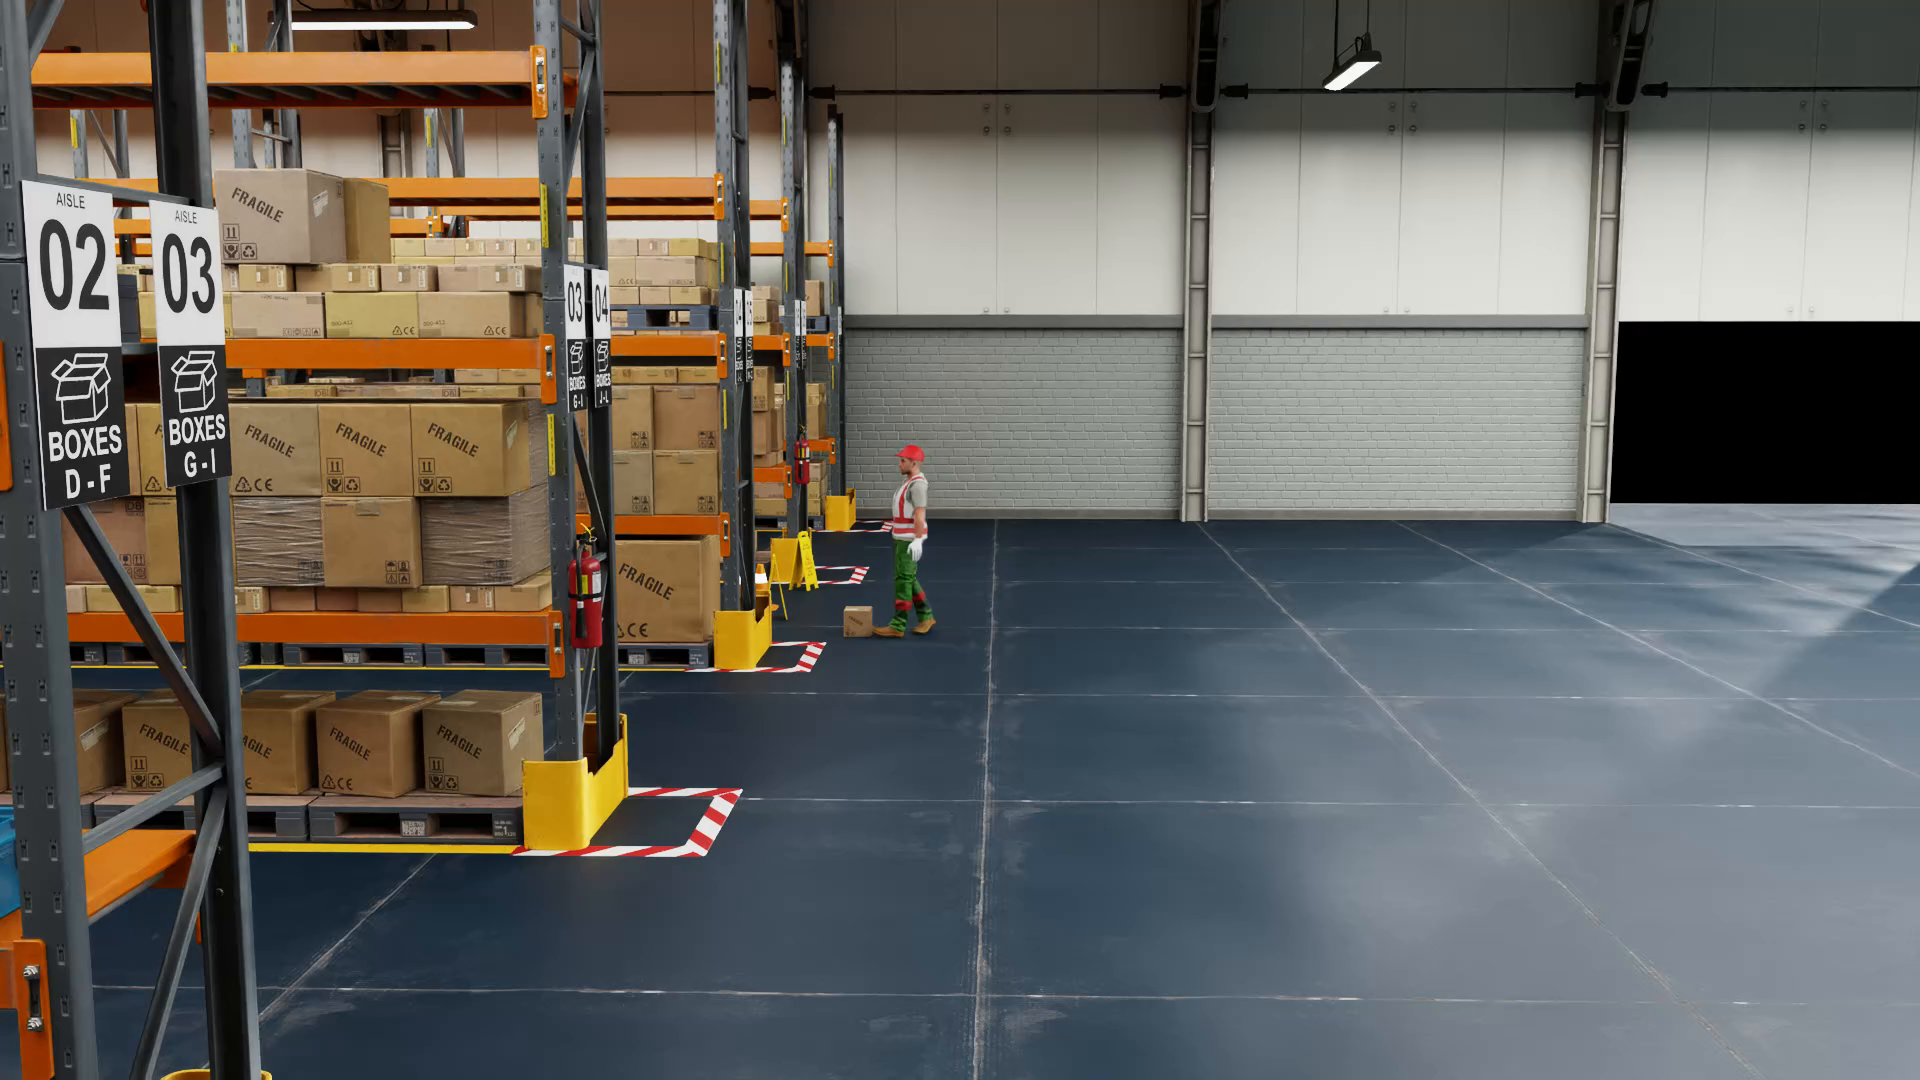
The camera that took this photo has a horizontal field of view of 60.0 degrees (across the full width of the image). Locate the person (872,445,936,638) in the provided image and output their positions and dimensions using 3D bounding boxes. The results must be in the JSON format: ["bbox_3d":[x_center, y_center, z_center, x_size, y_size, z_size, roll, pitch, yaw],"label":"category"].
[{"bbox_3d":[-0.512,0.009,15.562,0.659,1.791,0.584,-2,7,-13],"label":"person"}]
